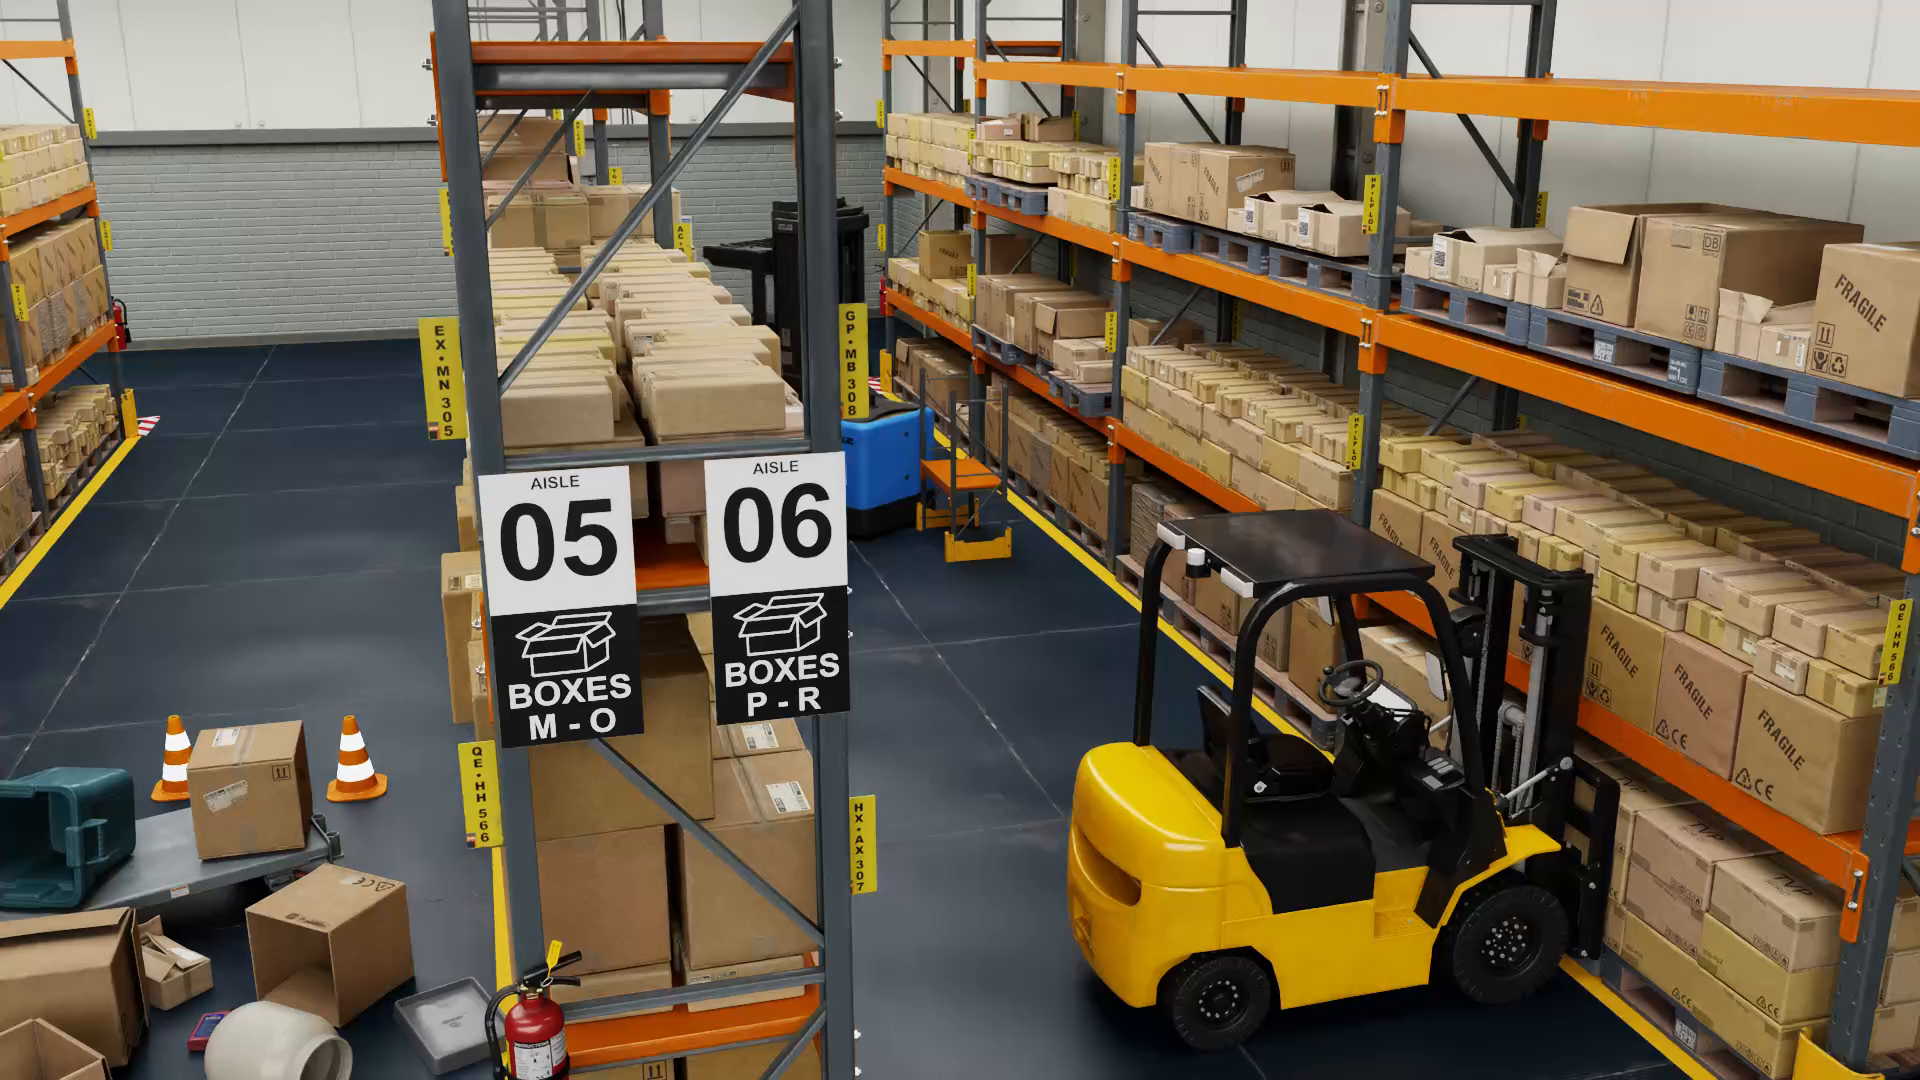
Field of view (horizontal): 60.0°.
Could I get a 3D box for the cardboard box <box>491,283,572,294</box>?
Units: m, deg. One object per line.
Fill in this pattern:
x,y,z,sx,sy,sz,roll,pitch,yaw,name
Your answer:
-1.745,-0.940,6.704,0.380,0.149,0.250,-5,17,-16,cardboard box

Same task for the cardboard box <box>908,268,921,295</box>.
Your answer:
-0.308,-3.068,19.694,0.500,0.250,0.500,-5,17,-16,cardboard box

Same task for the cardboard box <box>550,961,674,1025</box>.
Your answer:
-1.138,1.430,5.415,0.380,0.149,0.250,-4,17,-13,cardboard box

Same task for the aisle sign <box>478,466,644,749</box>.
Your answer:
-1.091,0.191,4.584,0.394,0.787,0.004,-5,17,-15,aisle sign

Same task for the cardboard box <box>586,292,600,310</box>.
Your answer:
-1.408,-0.977,7.521,0.500,0.250,0.500,-5,17,-16,cardboard box

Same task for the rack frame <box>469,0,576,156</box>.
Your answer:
-4.127,-4.797,15.278,1.000,3.000,0.127,-5,17,-15,rack frame

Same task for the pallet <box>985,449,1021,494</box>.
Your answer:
0.905,-0.759,17.113,1.003,0.211,1.213,-5,17,-15,pallet

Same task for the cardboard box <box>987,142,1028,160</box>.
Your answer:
0.476,-3.766,16.076,0.380,0.149,0.250,-5,17,-16,cardboard box

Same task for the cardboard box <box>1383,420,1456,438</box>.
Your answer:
2.930,-0.655,10.618,0.380,0.149,0.250,-5,18,-17,cardboard box

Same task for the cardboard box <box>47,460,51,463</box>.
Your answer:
-8.806,-0.671,15.680,0.380,0.149,0.250,-5,17,-15,cardboard box

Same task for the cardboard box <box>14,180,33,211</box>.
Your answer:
-8.879,-3.156,15.290,0.500,0.250,0.500,-5,17,-16,cardboard box

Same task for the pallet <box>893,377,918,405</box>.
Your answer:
-0.214,-1.846,20.732,1.003,0.211,1.213,-5,17,-15,pallet

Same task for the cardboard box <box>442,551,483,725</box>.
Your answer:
-1.550,0.329,6.214,0.700,0.500,0.500,-5,17,-16,cardboard box

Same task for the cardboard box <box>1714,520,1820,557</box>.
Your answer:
3.802,0.024,7.841,0.380,0.149,0.250,-5,17,-17,cardboard box

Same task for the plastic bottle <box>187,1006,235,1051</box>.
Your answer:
-3.377,2.202,7.515,0.133,0.061,0.283,-2,17,-6,plastic bottle

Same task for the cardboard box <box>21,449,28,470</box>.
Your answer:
-8.754,-0.736,15.381,0.380,0.149,0.250,-4,17,-13,cardboard box

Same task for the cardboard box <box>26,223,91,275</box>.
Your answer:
-9.454,-3.033,17.405,0.500,0.500,0.500,-5,18,-17,cardboard box

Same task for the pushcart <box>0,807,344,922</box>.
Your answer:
-4.107,1.739,8.506,1.648,0.377,0.936,-12,20,-34,pushcart

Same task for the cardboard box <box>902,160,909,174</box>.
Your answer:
-0.470,-4.413,19.653,0.380,0.149,0.250,-4,17,-14,cardboard box

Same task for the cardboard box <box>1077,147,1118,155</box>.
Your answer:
1.288,-3.527,15.280,0.380,0.149,0.250,-4,17,-14,cardboard box

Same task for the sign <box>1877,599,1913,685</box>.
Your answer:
3.417,0.373,6.070,0.100,0.325,0.005,-5,17,-15,sign

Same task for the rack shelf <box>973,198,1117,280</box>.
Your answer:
1.194,-2.856,15.281,1.077,0.370,4.000,-5,17,-15,rack shelf

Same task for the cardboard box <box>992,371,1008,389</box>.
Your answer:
0.546,-1.659,17.230,0.380,0.149,0.250,-5,17,-16,cardboard box

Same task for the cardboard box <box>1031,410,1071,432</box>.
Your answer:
0.907,-1.155,16.071,0.380,0.149,0.250,-4,17,-13,cardboard box

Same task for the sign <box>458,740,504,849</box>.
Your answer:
-1.368,0.728,4.751,0.100,0.325,0.005,-5,17,-15,sign

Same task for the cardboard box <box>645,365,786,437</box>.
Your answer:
-0.731,-0.417,4.962,0.380,0.149,0.250,-5,17,-16,cardboard box

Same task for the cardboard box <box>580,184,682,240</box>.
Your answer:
-1.850,-1.846,9.332,0.500,0.250,0.500,-5,17,-16,cardboard box

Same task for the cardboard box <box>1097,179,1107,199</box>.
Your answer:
1.363,-2.918,13.807,0.380,0.149,0.250,-5,17,-17,cardboard box

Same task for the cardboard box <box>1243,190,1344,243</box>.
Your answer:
2.199,-2.140,10.900,0.500,0.311,0.500,-5,18,-17,cardboard box

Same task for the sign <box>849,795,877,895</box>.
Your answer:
-0.307,0.938,5.109,0.100,0.325,0.005,-5,17,-15,sign

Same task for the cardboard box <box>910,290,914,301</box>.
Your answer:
-0.398,-2.979,20.092,0.380,0.149,0.250,-4,17,-14,cardboard box

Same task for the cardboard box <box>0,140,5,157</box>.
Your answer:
-8.748,-3.477,14.797,0.380,0.149,0.250,-5,18,-18,cardboard box

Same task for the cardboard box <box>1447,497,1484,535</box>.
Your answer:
2.845,-0.138,8.897,0.380,0.149,0.250,-4,17,-14,cardboard box

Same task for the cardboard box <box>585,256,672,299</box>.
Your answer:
-1.501,-1.193,7.548,0.380,0.149,0.250,-4,17,-14,cardboard box

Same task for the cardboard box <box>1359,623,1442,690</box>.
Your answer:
2.674,0.691,9.748,0.500,0.250,0.500,-5,17,-16,cardboard box

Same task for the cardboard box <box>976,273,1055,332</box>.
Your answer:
0.563,-2.414,16.872,0.700,0.500,0.500,-4,17,-14,cardboard box

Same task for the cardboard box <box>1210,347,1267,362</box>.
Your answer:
2.207,-1.431,13.202,0.380,0.149,0.250,-4,17,-14,cardboard box

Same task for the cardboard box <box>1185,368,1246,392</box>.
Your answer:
1.900,-1.176,12.353,0.380,0.149,0.250,-5,17,-15,cardboard box

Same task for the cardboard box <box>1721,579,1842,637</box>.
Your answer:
3.446,0.283,6.978,0.380,0.149,0.250,-4,17,-14,cardboard box

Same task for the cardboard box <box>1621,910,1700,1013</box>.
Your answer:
3.382,1.875,7.546,0.500,0.250,0.500,-5,17,-15,cardboard box

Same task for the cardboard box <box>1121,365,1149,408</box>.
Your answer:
1.607,-1.234,13.238,0.500,0.250,0.500,-5,17,-15,cardboard box

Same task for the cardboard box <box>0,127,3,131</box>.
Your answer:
-10.031,-4.145,17.023,0.380,0.149,0.250,-5,17,-15,cardboard box

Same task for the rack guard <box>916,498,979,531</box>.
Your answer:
-0.116,-0.236,15.304,0.587,0.250,0.087,-5,17,-15,rack guard

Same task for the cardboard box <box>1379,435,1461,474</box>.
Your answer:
2.646,-0.493,9.562,0.380,0.149,0.250,-4,17,-14,cardboard box

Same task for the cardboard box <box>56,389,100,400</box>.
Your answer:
-9.555,-1.531,18.026,0.380,0.149,0.250,-4,17,-14,cardboard box

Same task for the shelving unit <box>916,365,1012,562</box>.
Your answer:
0.021,-0.697,14.666,0.587,1.500,1.083,-5,17,-15,shelving unit

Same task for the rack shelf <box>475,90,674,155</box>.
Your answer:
-2.478,-2.601,9.914,1.077,0.370,4.000,-5,17,-15,rack shelf

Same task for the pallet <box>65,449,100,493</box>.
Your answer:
-9.416,-0.690,16.881,1.003,0.211,1.213,-5,17,-15,pallet

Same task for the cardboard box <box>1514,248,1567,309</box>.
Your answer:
2.959,-1.291,8.151,0.396,0.266,0.258,-5,17,-17,cardboard box

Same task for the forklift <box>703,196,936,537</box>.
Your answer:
-1.686,-1.755,15.700,3.031,2.935,1.130,13,21,37,forklift

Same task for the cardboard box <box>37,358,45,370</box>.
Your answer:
-8.957,-1.699,15.830,0.380,0.149,0.250,-6,18,-18,cardboard box

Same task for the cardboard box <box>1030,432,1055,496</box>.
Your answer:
0.987,-0.740,15.818,0.500,0.500,0.500,-5,18,-17,cardboard box

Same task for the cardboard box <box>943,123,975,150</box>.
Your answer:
0.127,-4.324,17.793,0.500,0.250,0.500,-5,17,-16,cardboard box

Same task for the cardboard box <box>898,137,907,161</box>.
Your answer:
-0.436,-4.647,19.739,0.500,0.250,0.500,-4,17,-14,cardboard box
